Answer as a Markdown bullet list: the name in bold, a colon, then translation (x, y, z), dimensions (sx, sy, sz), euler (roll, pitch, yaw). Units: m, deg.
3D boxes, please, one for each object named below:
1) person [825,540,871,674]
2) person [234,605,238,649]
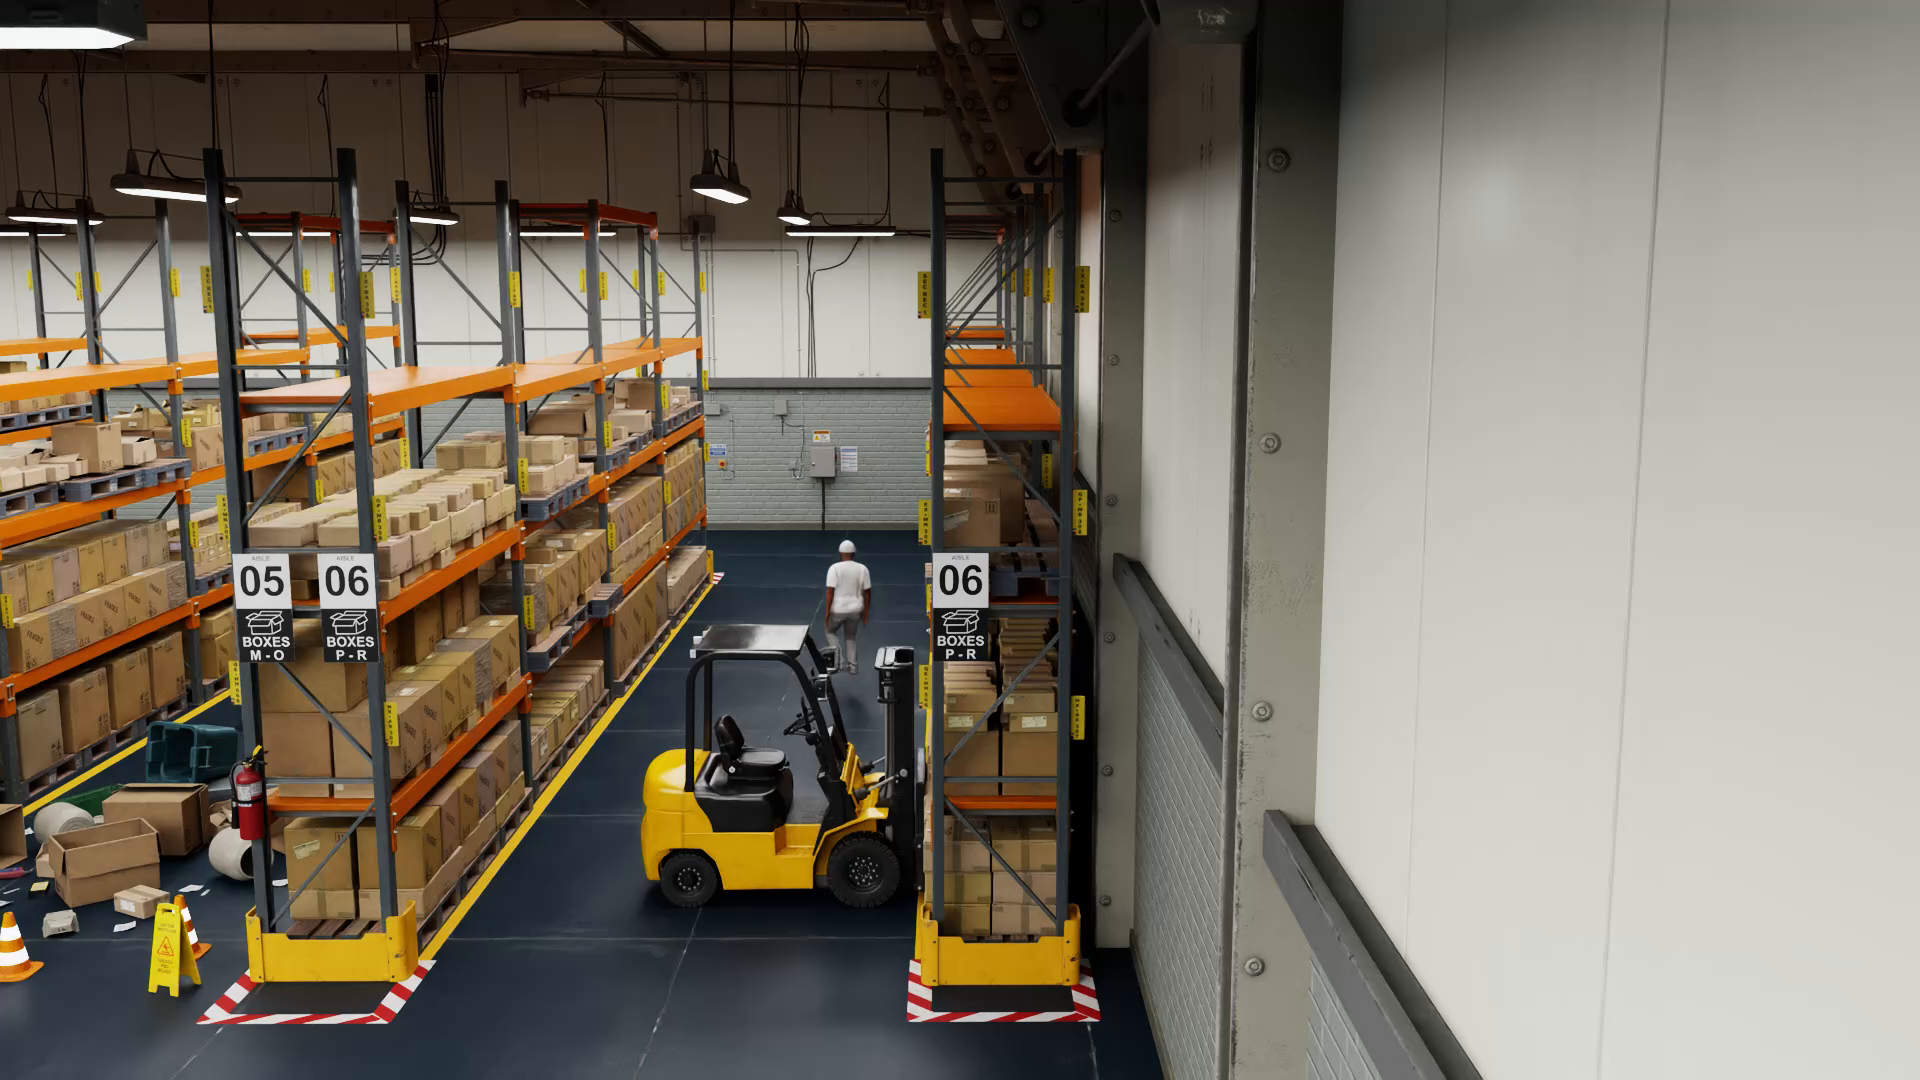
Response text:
- **person**: translation (-1.400, 0.847, 20.558), dimensions (0.622, 1.672, 0.632), euler (-3, 10, -19)
- **person**: translation (-8.206, 1.202, 19.358), dimensions (0.579, 1.779, 0.550), euler (2, 9, 12)
